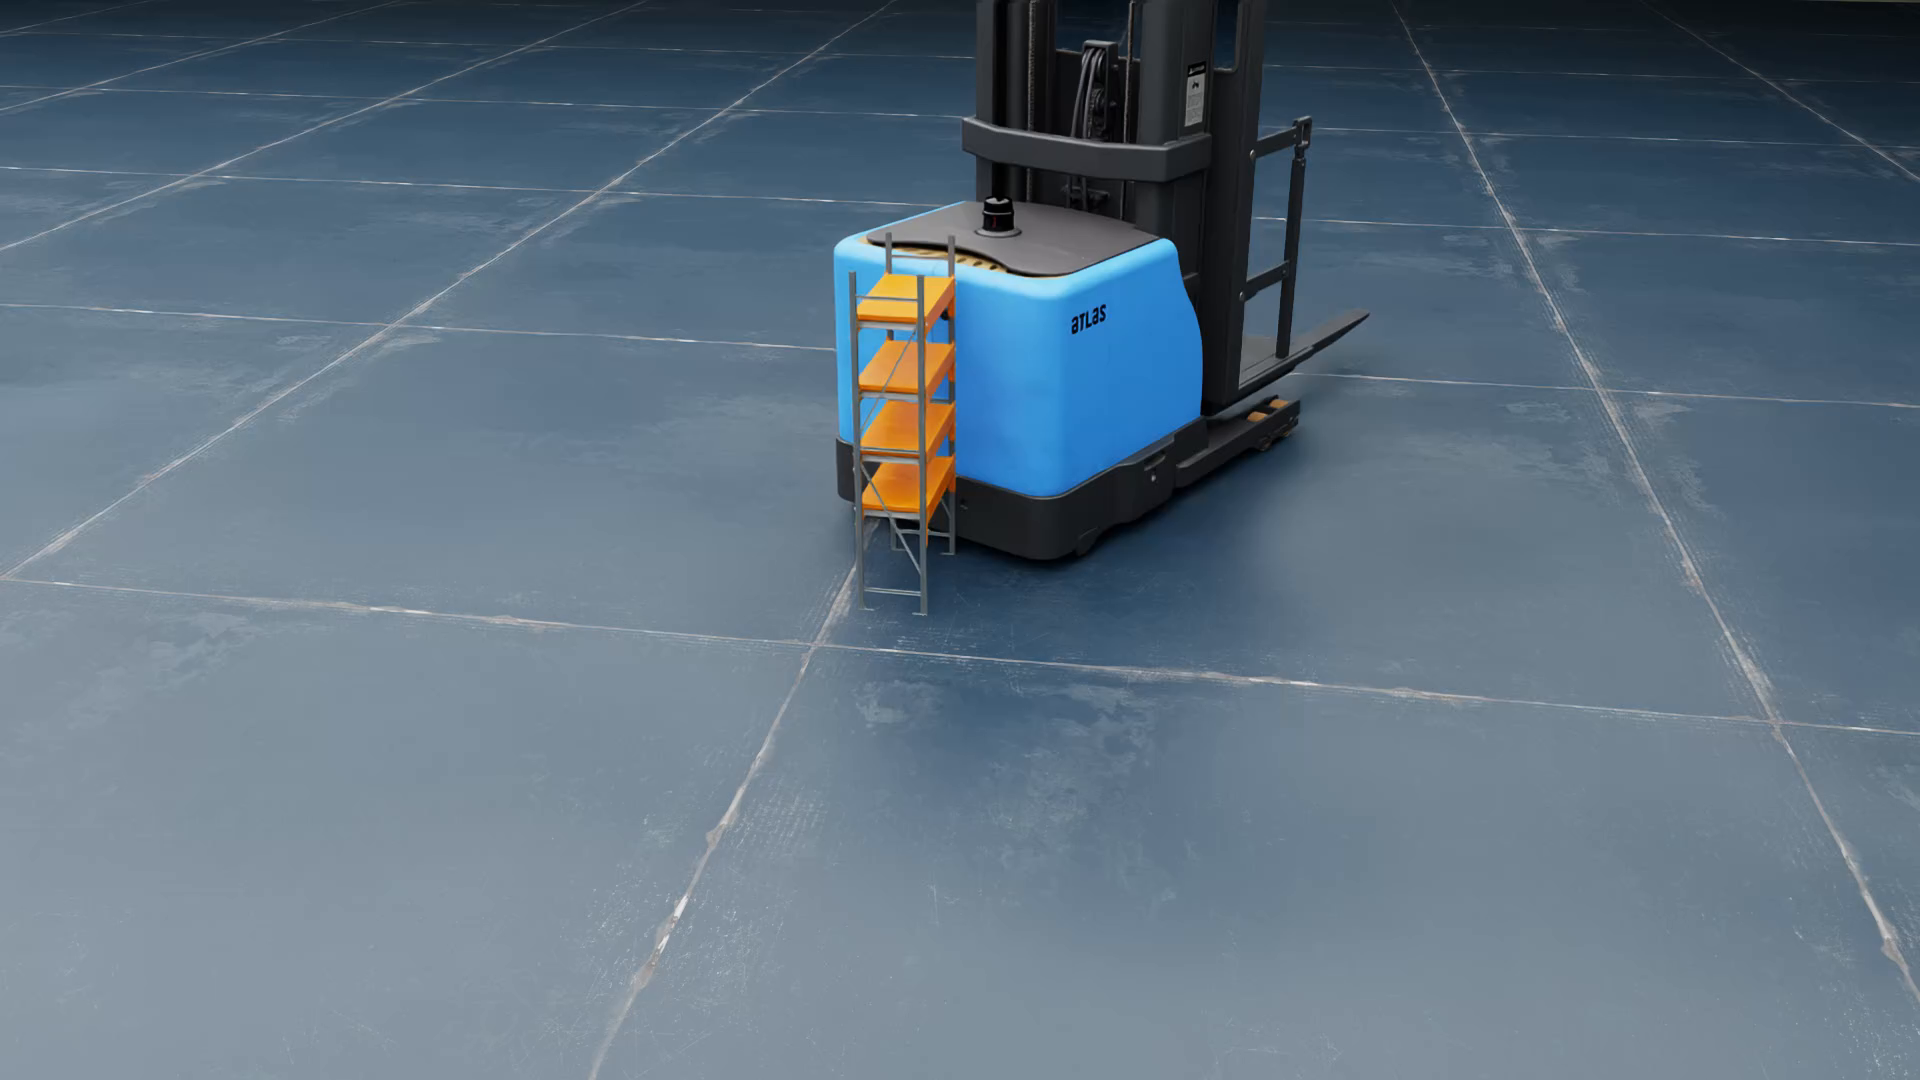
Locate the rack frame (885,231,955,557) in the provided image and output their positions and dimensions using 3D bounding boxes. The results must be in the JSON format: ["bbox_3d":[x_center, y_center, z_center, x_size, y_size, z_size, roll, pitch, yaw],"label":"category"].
[{"bbox_3d":[-0.136,-0.495,5.893,0.240,1.200,0.015,5,26,10],"label":"rack frame"}]

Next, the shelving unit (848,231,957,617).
[{"bbox_3d":[-0.183,-0.394,5.676,0.258,1.200,0.503,5,26,10],"label":"shelving unit"}]

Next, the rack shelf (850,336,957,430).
[{"bbox_3d":[-0.183,-0.535,5.610,0.258,0.148,0.480,5,26,10],"label":"rack shelf"}]

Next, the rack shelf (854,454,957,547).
[{"bbox_3d":[-0.183,-0.153,5.789,0.258,0.148,0.480,5,26,10],"label":"rack shelf"}]

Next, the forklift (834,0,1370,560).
[{"bbox_3d":[0.816,-1.817,6.675,1.130,2.935,3.031,18,30,33],"label":"forklift"}]

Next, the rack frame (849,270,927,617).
[{"bbox_3d":[-0.231,-0.292,5.459,0.240,1.200,0.015,5,26,10],"label":"rack frame"}]

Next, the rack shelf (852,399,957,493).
[{"bbox_3d":[-0.183,-0.333,5.704,0.258,0.148,0.480,5,26,10],"label":"rack shelf"}]

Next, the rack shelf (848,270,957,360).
[{"bbox_3d":[-0.183,-0.750,5.509,0.258,0.148,0.480,5,26,10],"label":"rack shelf"}]
